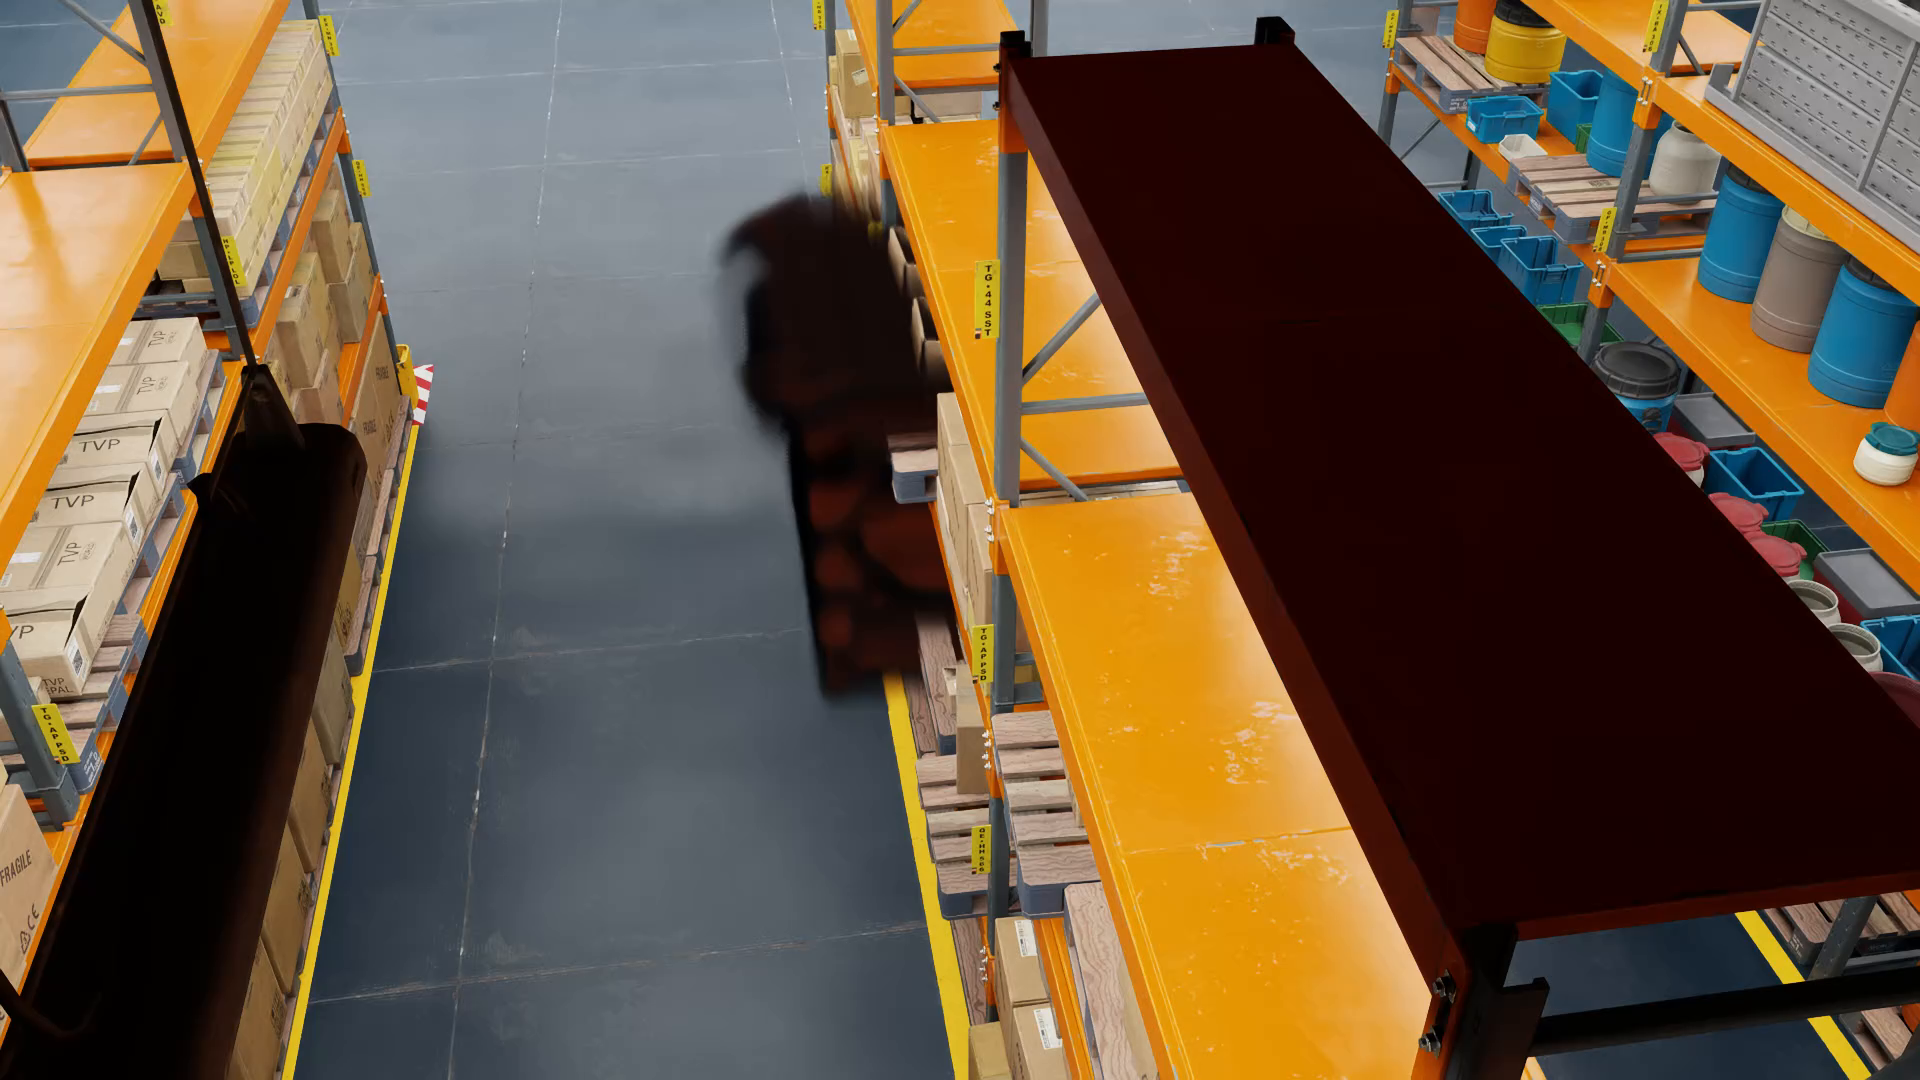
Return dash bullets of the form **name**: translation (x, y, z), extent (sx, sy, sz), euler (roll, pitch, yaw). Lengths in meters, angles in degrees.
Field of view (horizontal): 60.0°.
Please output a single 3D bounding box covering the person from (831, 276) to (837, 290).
- **person**: translation (-1.049, -3.189, 16.361), extent (0.566, 1.677, 0.633), euler (-10, 38, -14)
